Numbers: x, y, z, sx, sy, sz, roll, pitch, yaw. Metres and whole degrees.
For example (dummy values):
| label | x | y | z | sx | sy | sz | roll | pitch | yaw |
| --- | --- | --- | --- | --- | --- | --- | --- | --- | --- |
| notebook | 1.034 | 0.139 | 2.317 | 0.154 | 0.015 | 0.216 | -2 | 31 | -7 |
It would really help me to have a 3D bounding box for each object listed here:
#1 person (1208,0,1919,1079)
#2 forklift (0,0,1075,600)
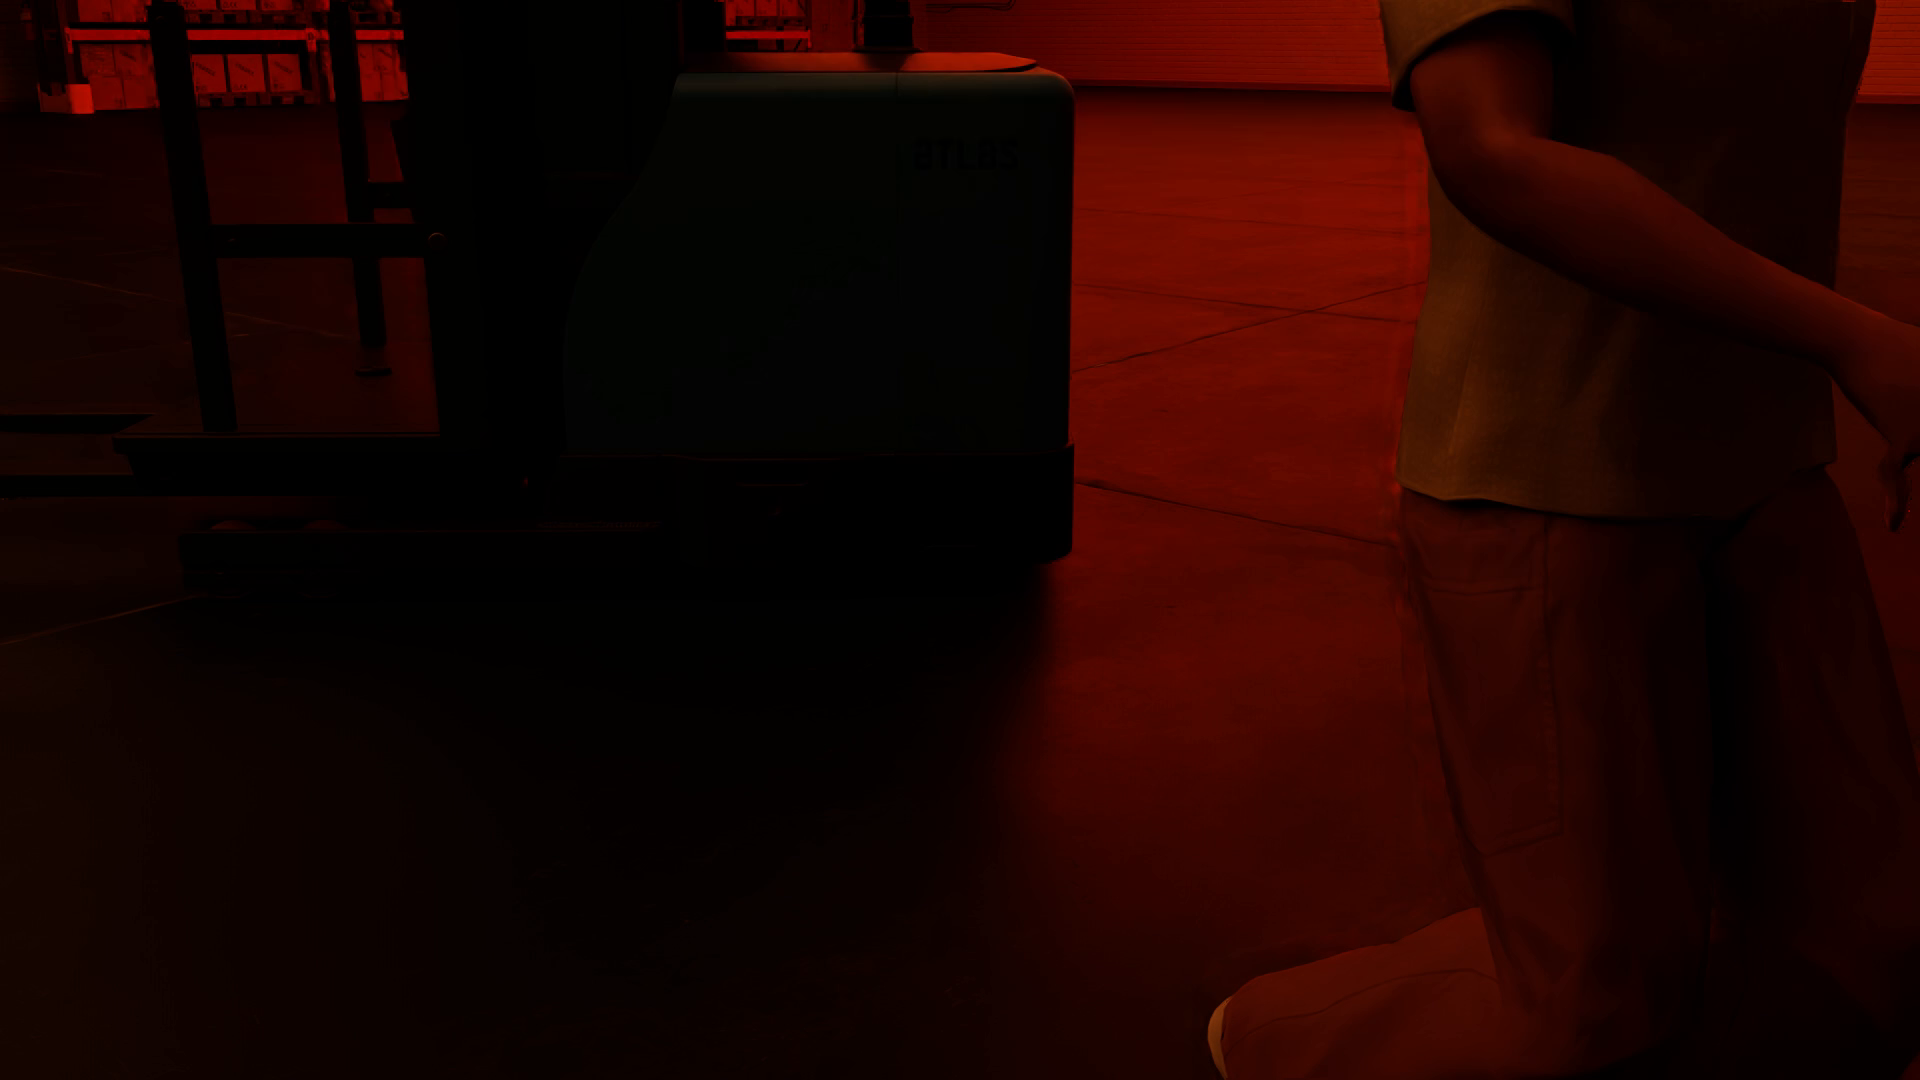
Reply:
| label | x | y | z | sx | sy | sz | roll | pitch | yaw |
| --- | --- | --- | --- | --- | --- | --- | --- | --- | --- |
| person | 0.546 | -0.043 | 1.313 | 0.607 | 1.621 | 0.610 | -9 | 19 | -27 |
| forklift | -1.277 | -1.431 | 3.609 | 3.031 | 2.935 | 1.130 | 0 | 17 | -1 |
